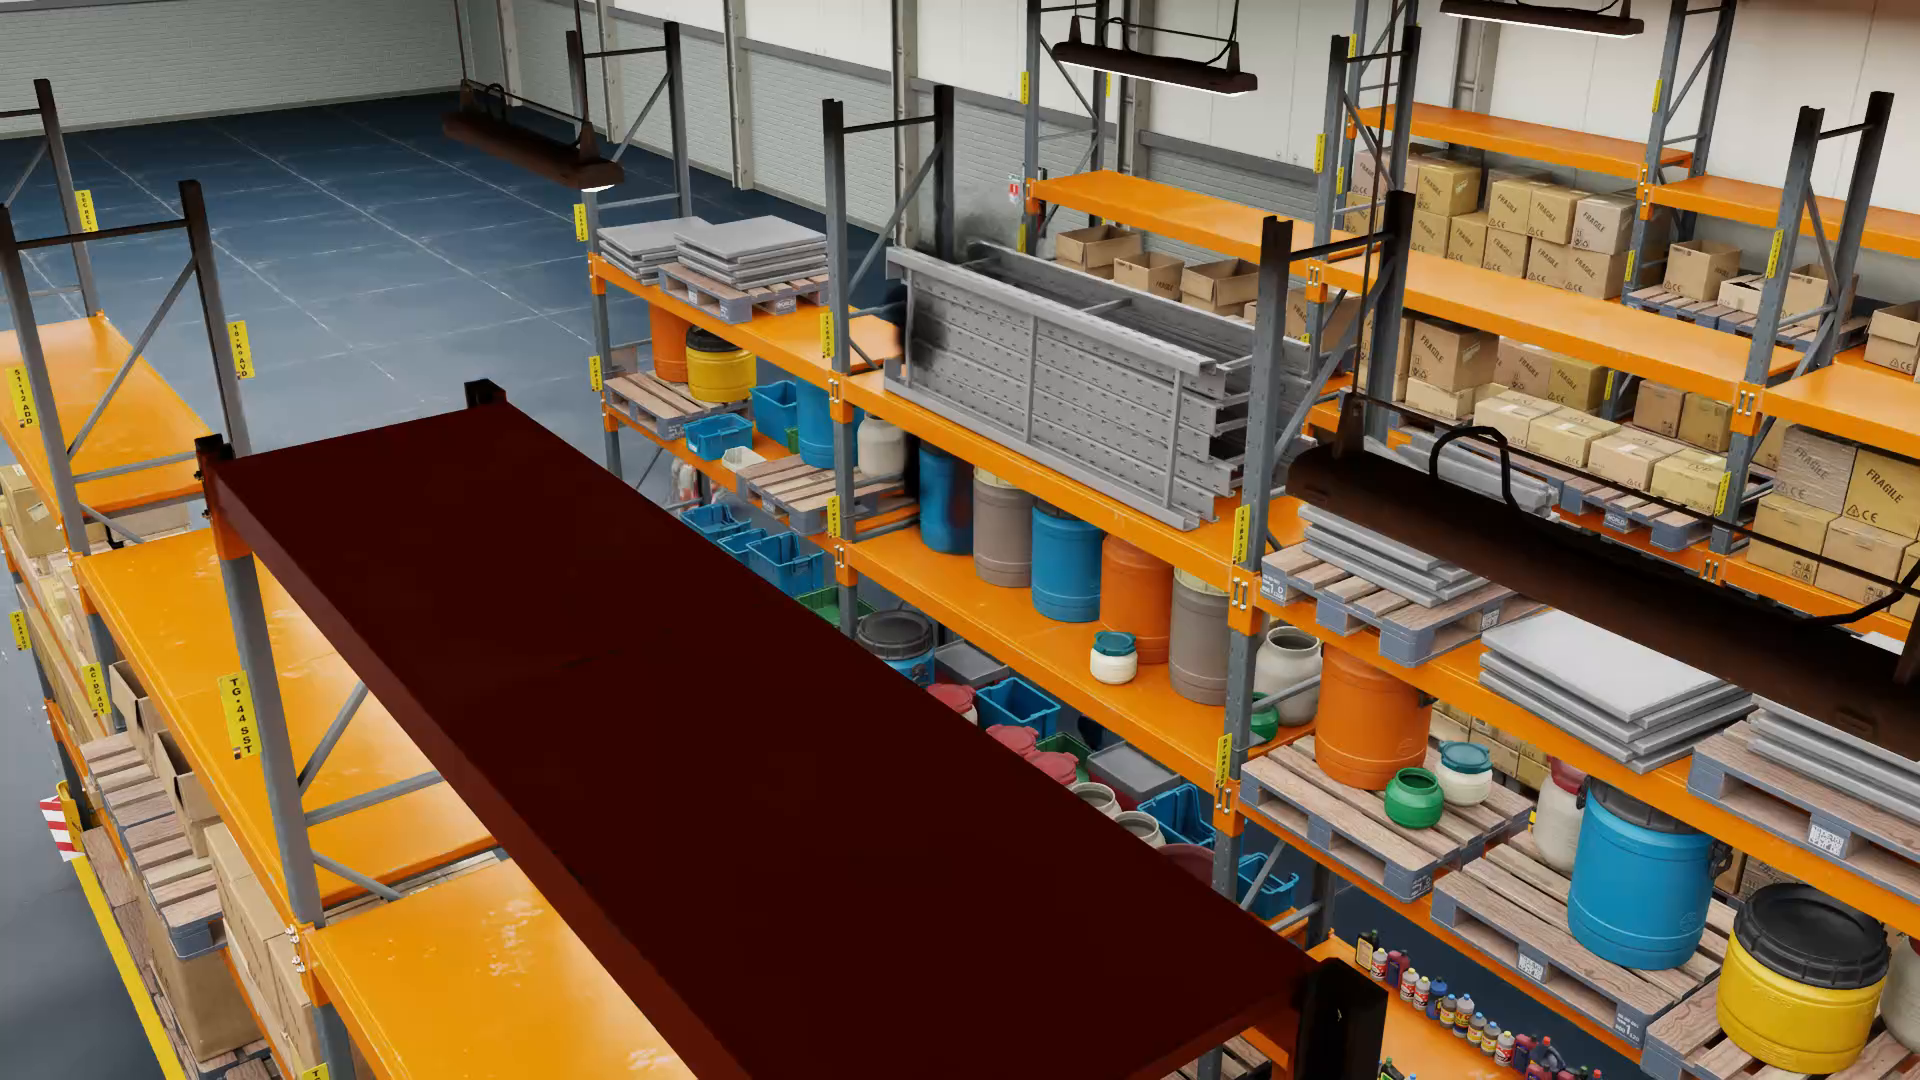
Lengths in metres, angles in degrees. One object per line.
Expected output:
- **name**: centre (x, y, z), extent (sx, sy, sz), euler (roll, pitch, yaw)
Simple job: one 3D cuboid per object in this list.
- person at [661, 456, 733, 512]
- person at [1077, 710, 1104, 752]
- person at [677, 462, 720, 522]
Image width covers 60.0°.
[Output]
- **person**: centre (-3.129, -1.155, 19.488), extent (0.896, 1.714, 0.622), euler (-3, 25, -6)
- **person**: centre (1.156, 1.442, 13.962), extent (0.503, 1.627, 0.691), euler (-23, 33, -40)
- **person**: centre (-2.689, -0.259, 17.467), extent (0.681, 1.760, 0.667), euler (12, 27, 24)
